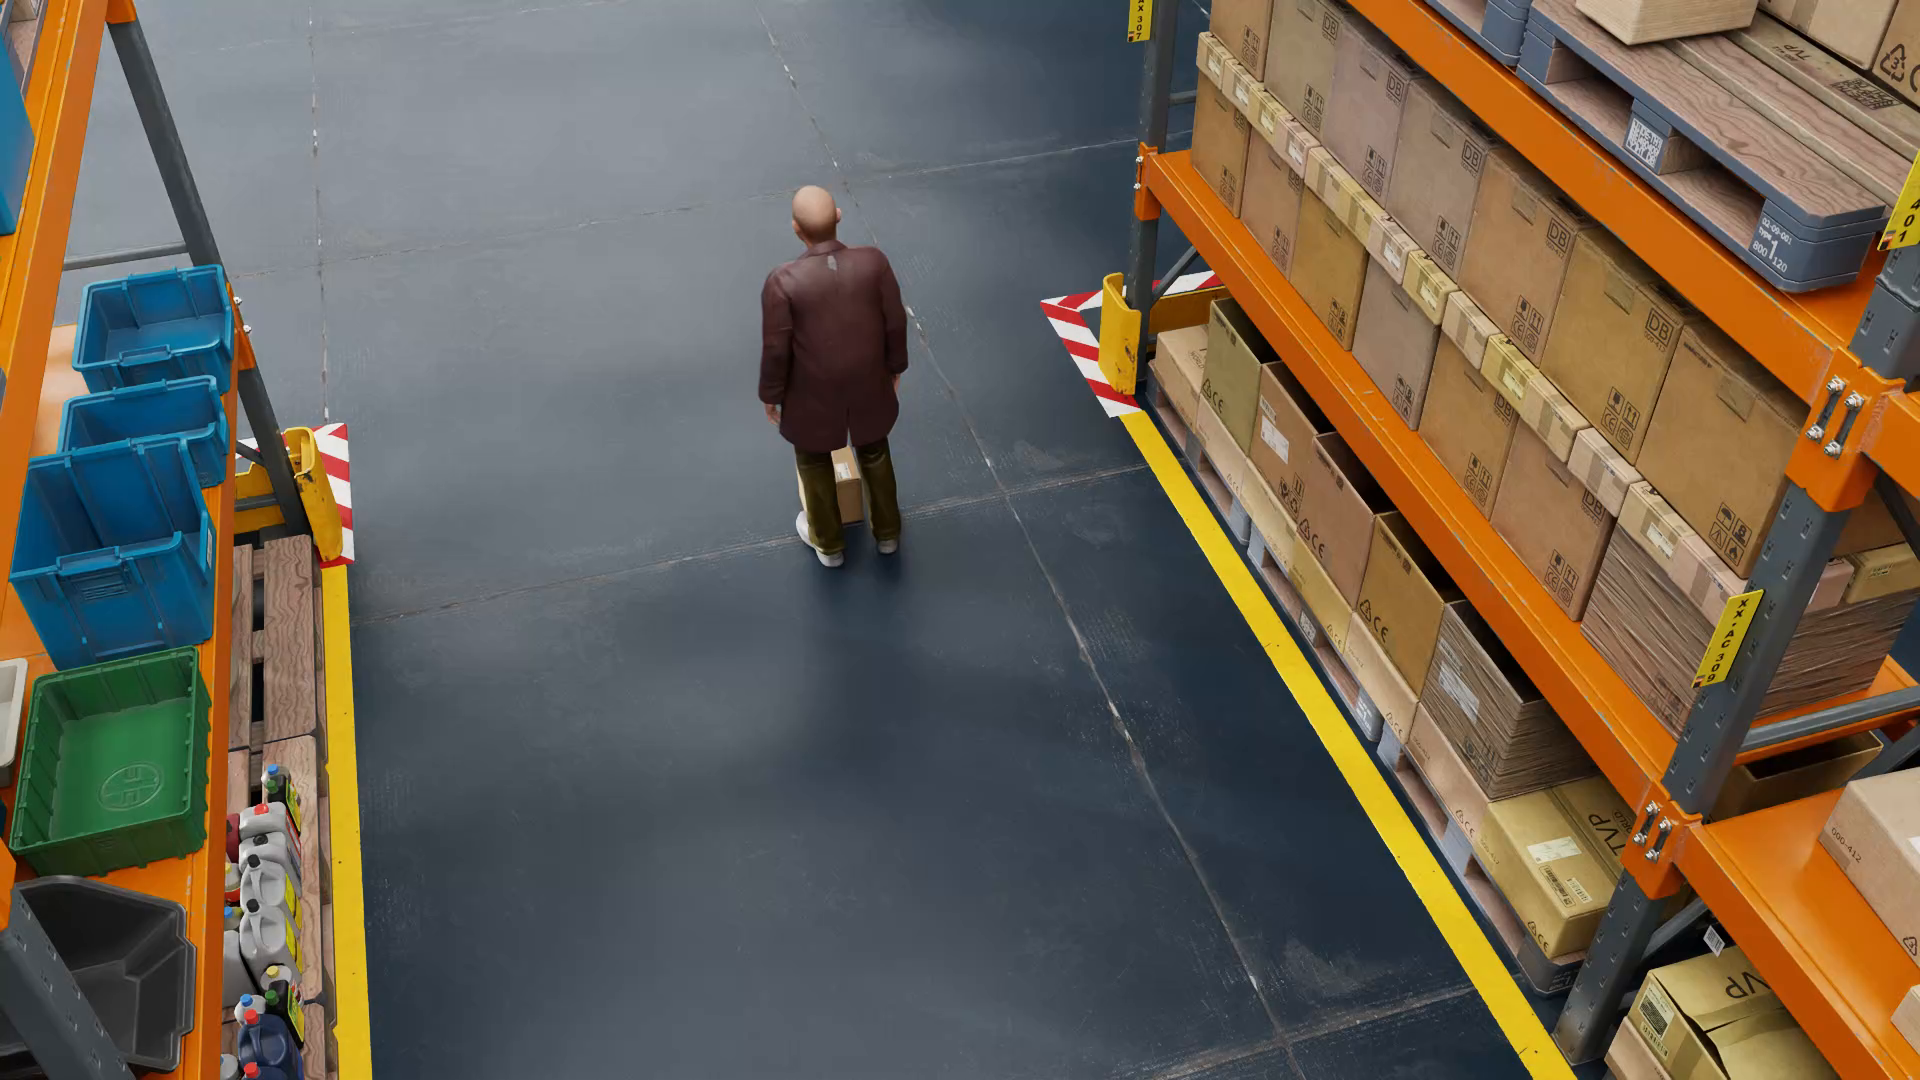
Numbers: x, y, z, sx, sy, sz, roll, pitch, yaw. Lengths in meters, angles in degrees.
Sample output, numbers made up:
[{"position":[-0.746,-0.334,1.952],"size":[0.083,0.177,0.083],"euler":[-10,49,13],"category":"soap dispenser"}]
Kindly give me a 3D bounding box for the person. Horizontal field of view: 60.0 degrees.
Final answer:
[{"position":[-0.524,-0.652,6.905],"size":[0.651,1.773,0.428],"euler":[-14,44,-16],"category":"person"}]
